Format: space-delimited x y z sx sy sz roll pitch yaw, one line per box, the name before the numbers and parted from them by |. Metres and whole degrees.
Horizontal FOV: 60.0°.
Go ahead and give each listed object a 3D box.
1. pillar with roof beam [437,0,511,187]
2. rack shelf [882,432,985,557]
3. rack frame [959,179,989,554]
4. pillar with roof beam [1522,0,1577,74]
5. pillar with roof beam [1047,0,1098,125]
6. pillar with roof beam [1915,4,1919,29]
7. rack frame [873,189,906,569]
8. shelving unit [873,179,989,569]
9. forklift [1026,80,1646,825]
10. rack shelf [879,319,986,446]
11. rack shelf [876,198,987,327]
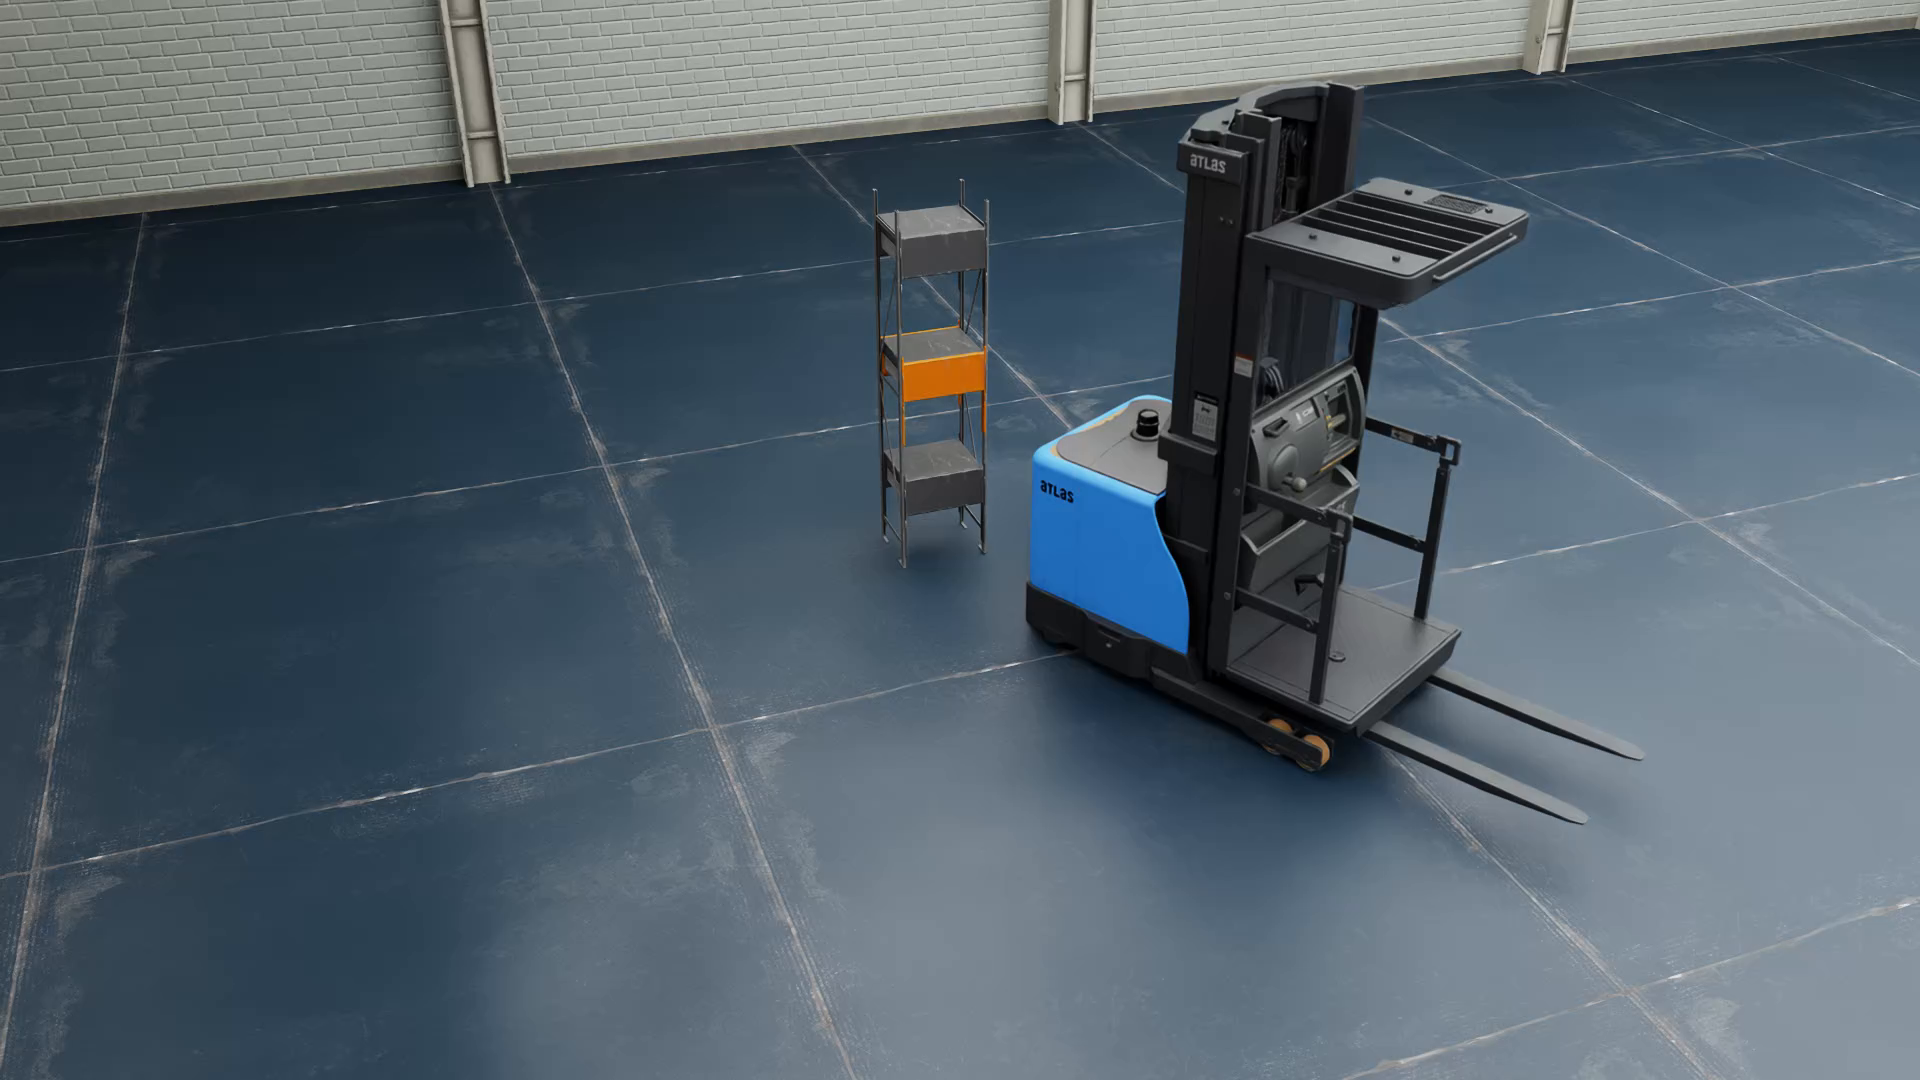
pillar with roof beam | -2.965 -5.313 9.985 0.400 9.000 9.100 -10 31 -18
rack shelf | -0.155 -0.264 9.533 0.480 0.518 0.431 -10 31 -18
rack frame | 0.074 -0.926 9.254 0.015 2.100 0.400 -10 31 -18
pillar with roof beam | 8.282 -7.384 13.620 0.400 9.000 9.100 -10 31 -18
pillar with roof beam | 2.659 -6.348 11.802 0.400 9.000 9.100 -10 31 -18
pillar with roof beam | 13.906 -8.420 15.438 0.400 9.000 9.100 -10 31 -18
rack frame | -0.384 -0.842 9.106 0.015 2.100 0.400 -10 31 -18
shelving unit | -0.155 -0.884 9.180 0.503 2.100 0.431 -10 31 -18
forklift | 1.782 -0.480 7.631 3.031 2.935 1.130 24 37 36
rack shelf | -0.155 -0.872 9.187 0.480 0.518 0.431 -10 31 -18
rack shelf | -0.155 -1.480 8.840 0.480 0.518 0.431 -10 31 -18
